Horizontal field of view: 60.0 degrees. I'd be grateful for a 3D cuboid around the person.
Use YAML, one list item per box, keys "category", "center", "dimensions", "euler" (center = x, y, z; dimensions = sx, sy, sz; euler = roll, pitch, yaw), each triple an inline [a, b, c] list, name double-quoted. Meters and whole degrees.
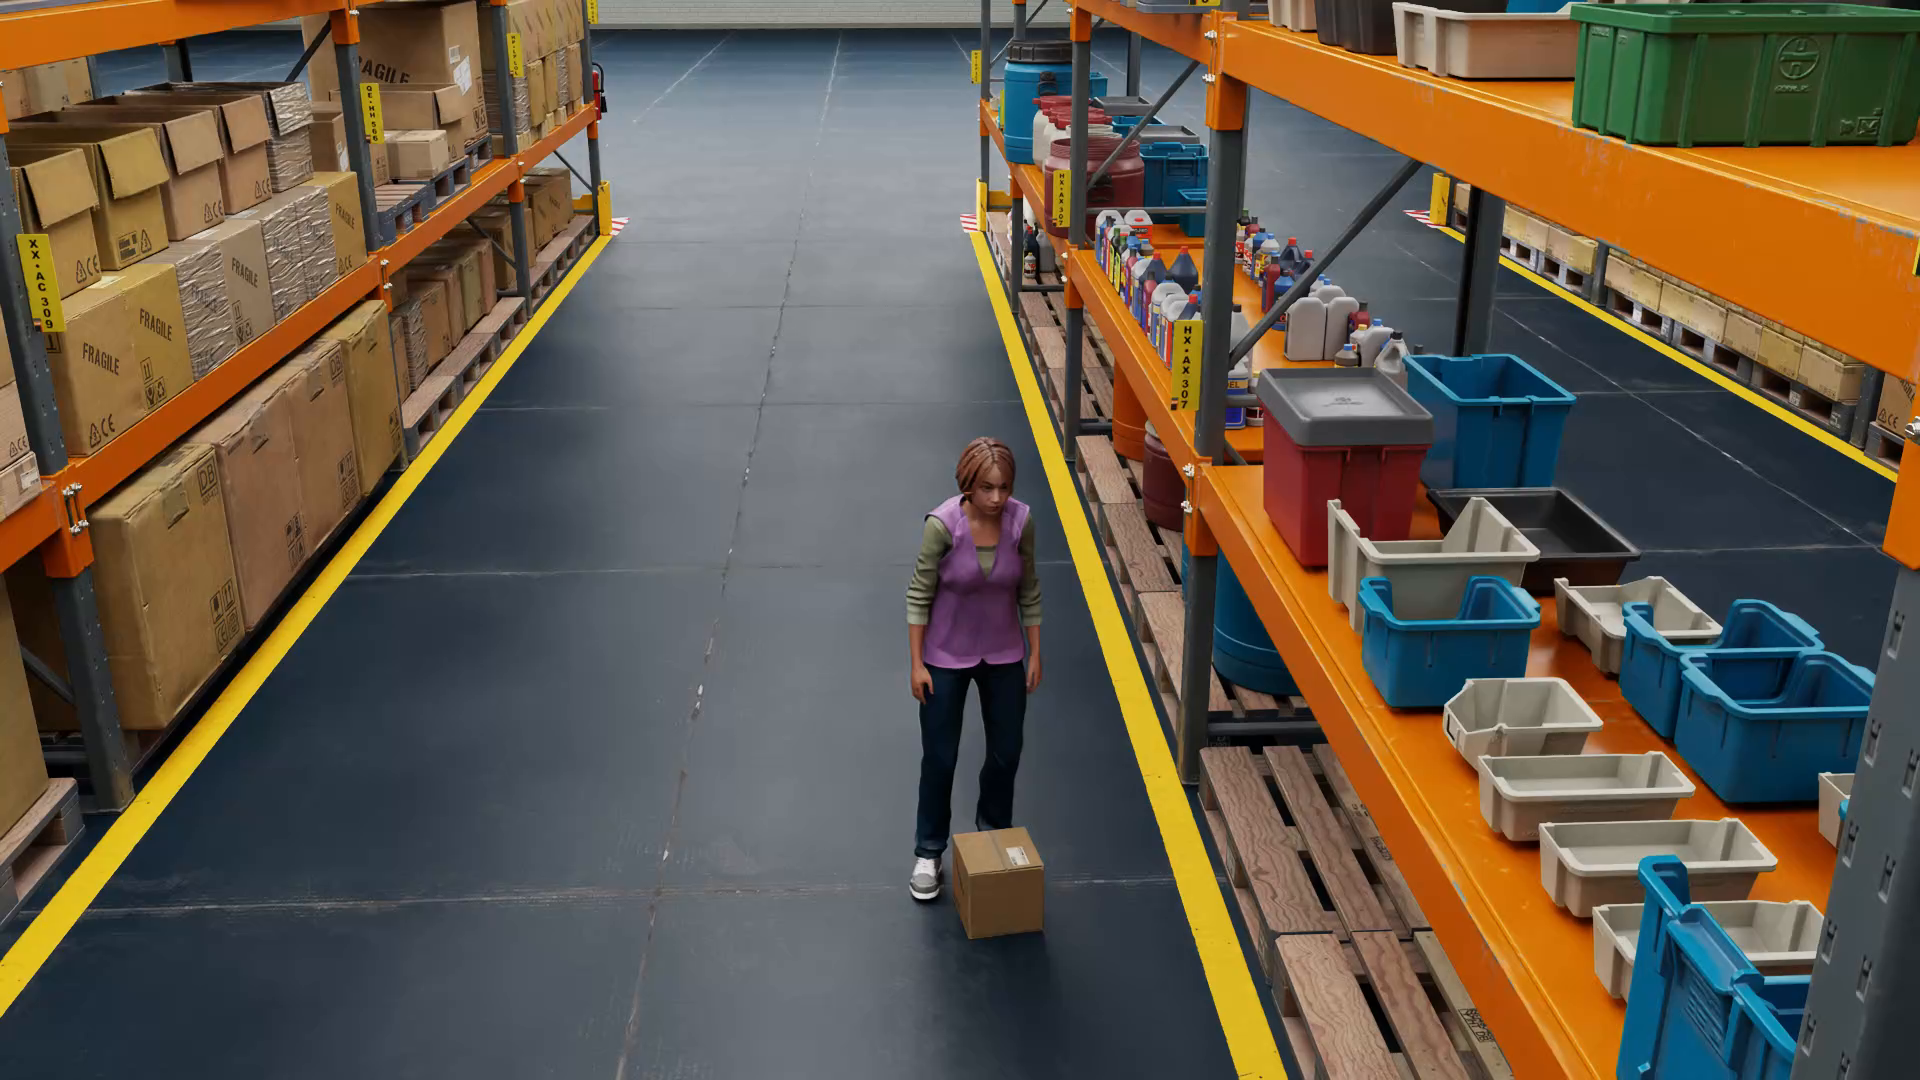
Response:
- category: "person"
  center: [0.045, 0.412, 5.506]
  dimensions: [0.481, 1.591, 0.346]
  euler: [-5, 21, -13]
